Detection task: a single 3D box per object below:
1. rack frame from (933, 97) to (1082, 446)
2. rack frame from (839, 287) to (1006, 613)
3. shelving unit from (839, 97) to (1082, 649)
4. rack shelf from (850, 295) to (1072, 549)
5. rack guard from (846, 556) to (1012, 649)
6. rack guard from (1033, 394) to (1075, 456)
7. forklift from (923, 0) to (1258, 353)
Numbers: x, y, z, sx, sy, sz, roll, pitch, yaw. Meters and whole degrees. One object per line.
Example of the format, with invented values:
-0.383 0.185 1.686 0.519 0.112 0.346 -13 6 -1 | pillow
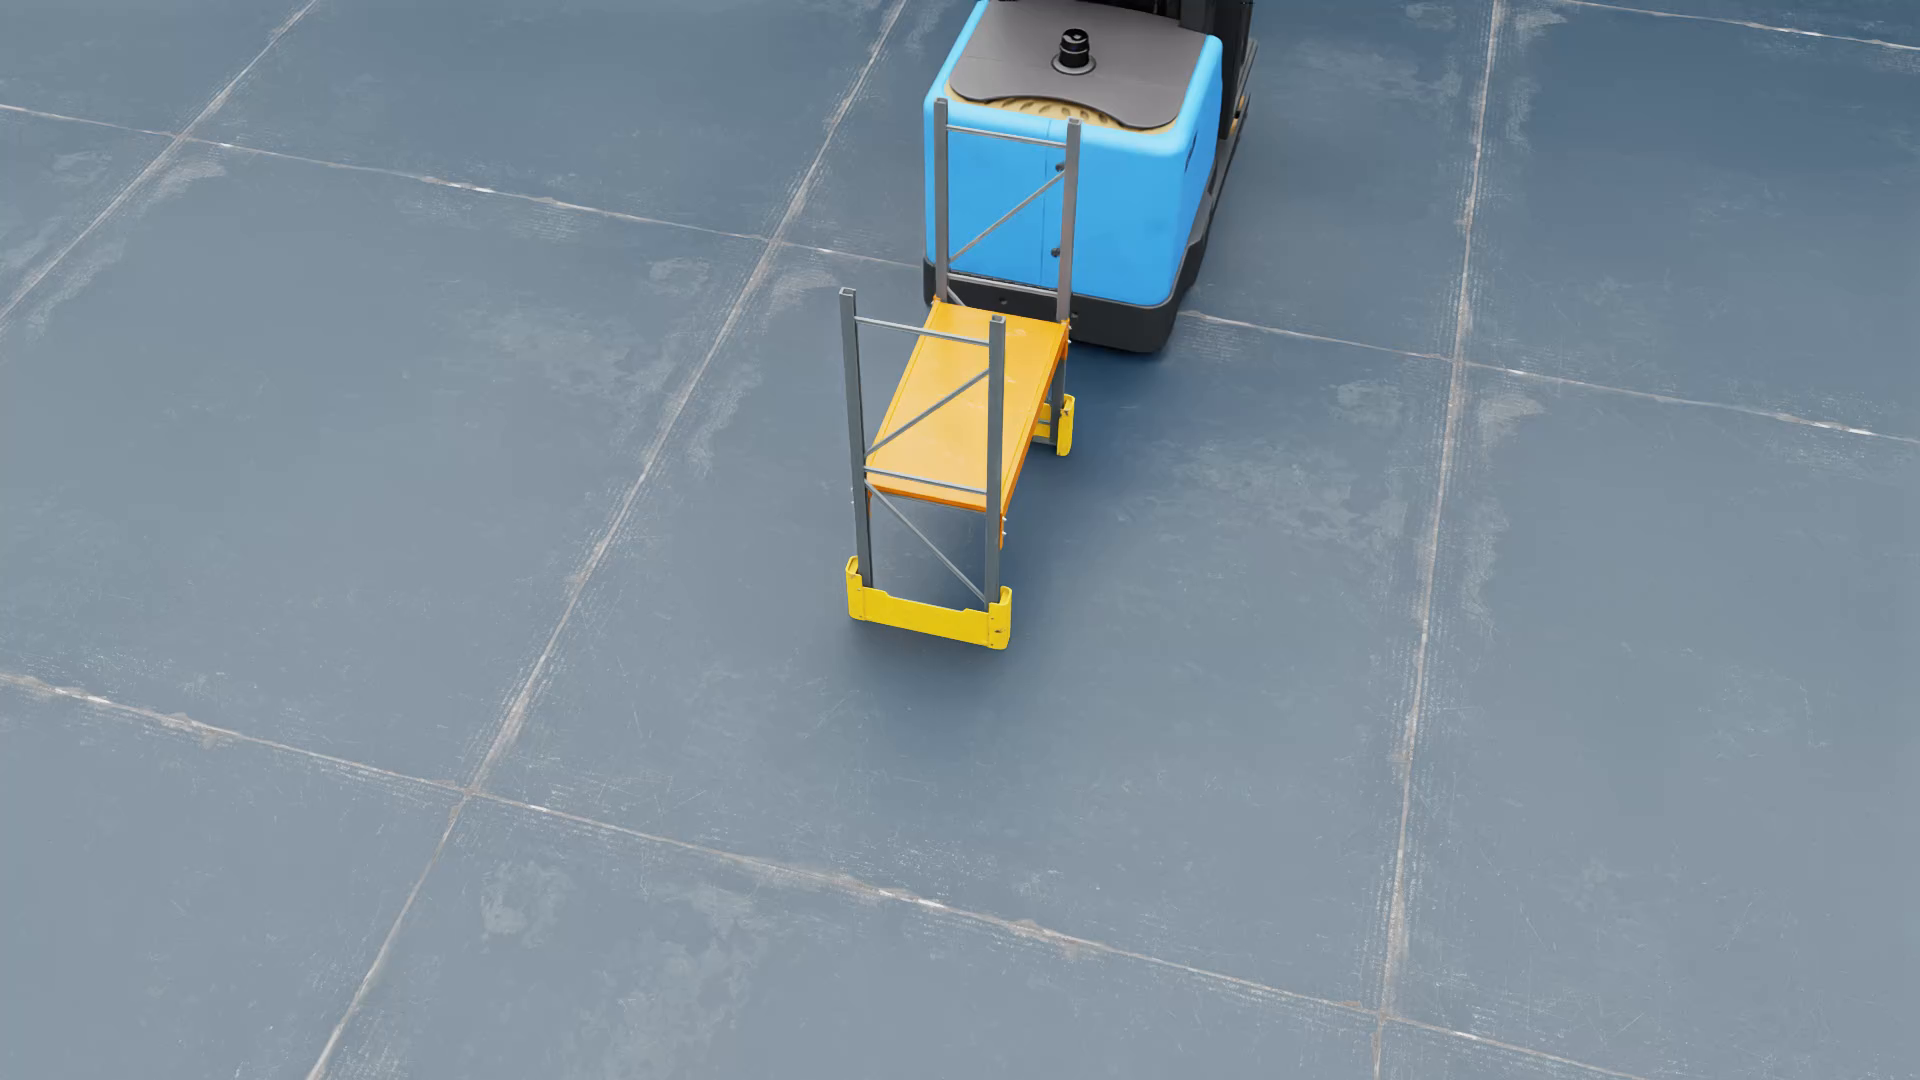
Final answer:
0.156 -0.926 6.067 0.500 1.500 0.032 12 50 10 | rack frame
-0.111 -0.190 5.418 0.500 1.500 0.032 12 50 10 | rack frame
0.020 -0.551 5.736 0.587 1.500 1.083 12 50 10 | shelving unit
0.022 -0.439 5.877 0.538 0.185 1.000 12 50 10 | rack shelf
-0.111 0.222 5.887 0.587 0.250 0.087 12 50 10 | rack guard
0.151 -0.498 6.523 0.587 0.250 0.087 12 50 10 | rack guard
0.756 -2.872 6.830 1.130 2.935 3.031 13 50 11 | forklift
